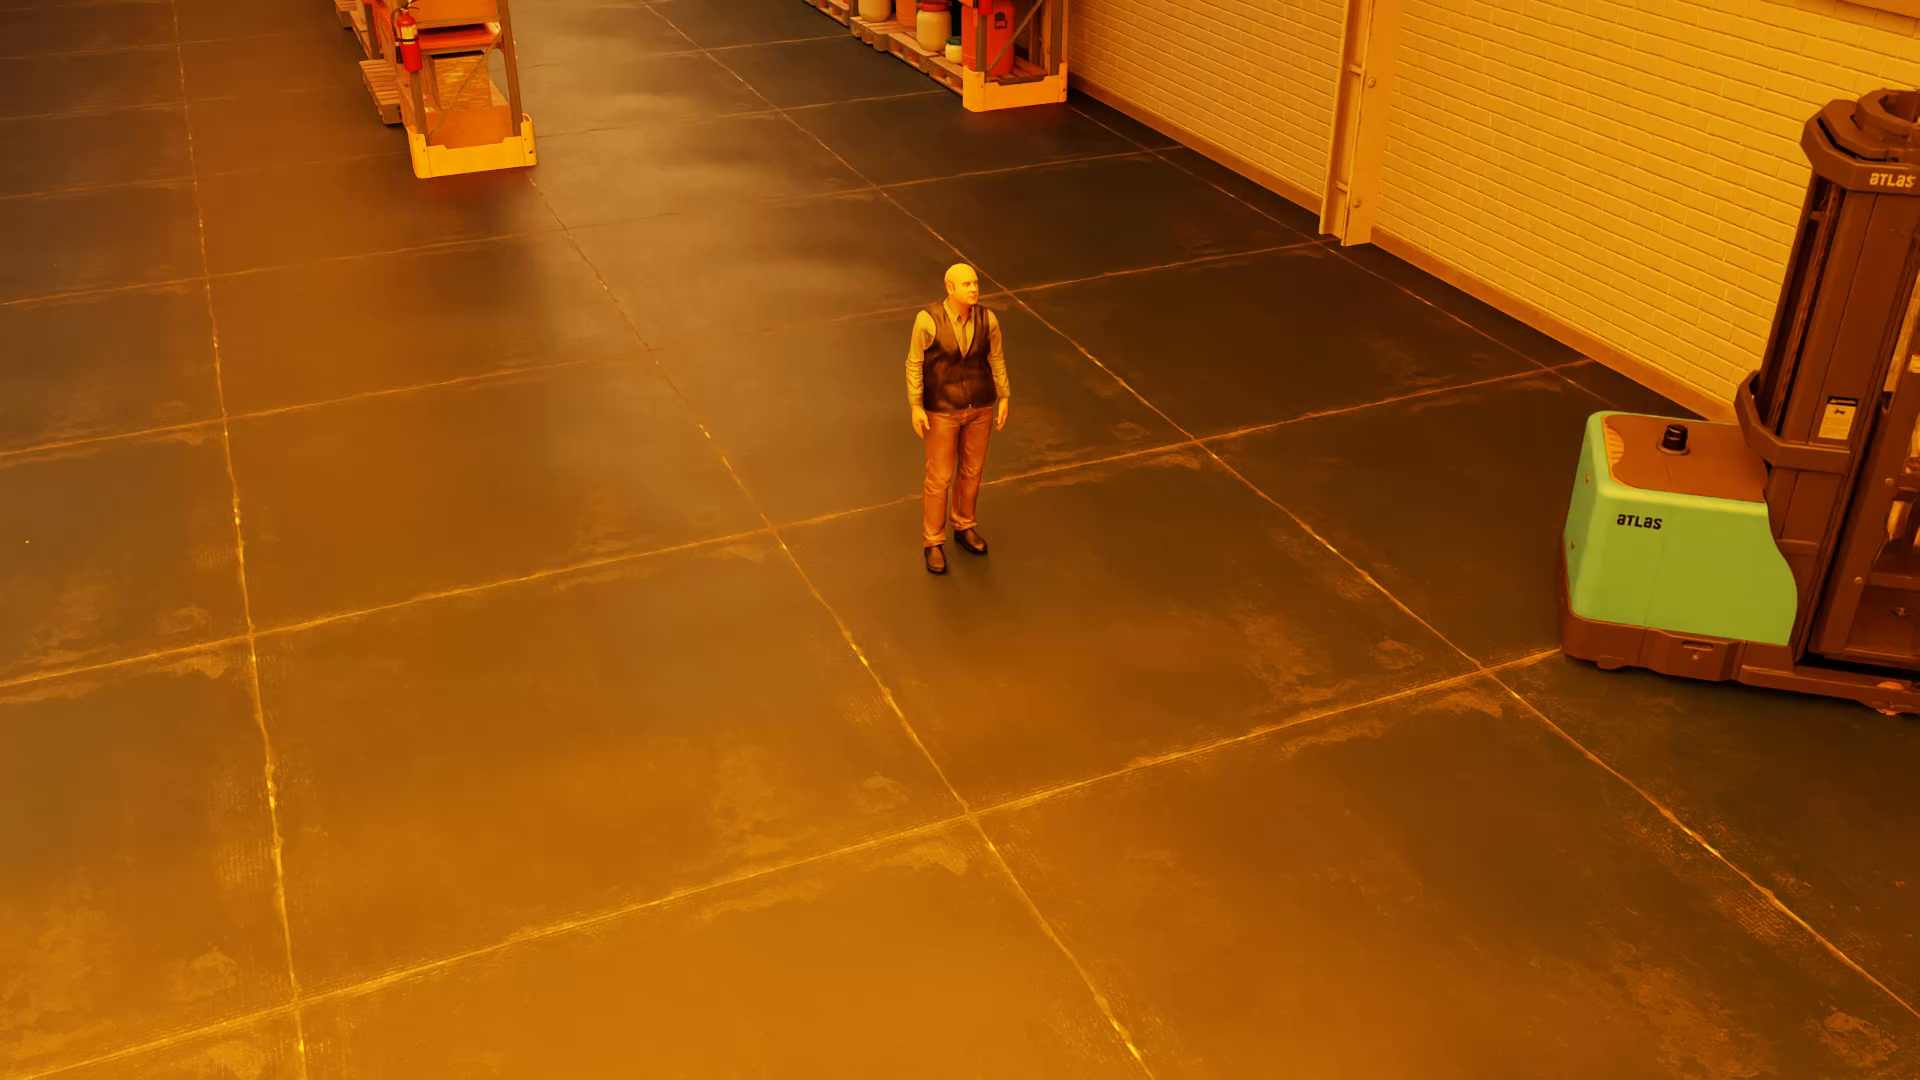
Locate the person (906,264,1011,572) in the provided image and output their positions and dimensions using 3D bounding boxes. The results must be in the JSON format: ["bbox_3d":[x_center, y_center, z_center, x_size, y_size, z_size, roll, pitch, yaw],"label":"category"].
[{"bbox_3d":[0.017,-0.724,9.590,0.632,1.720,0.568,-12,32,-20],"label":"person"}]

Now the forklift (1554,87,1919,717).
[{"bbox_3d":[4.798,-0.647,8.251,3.031,2.935,1.130,8,31,13],"label":"forklift"}]
